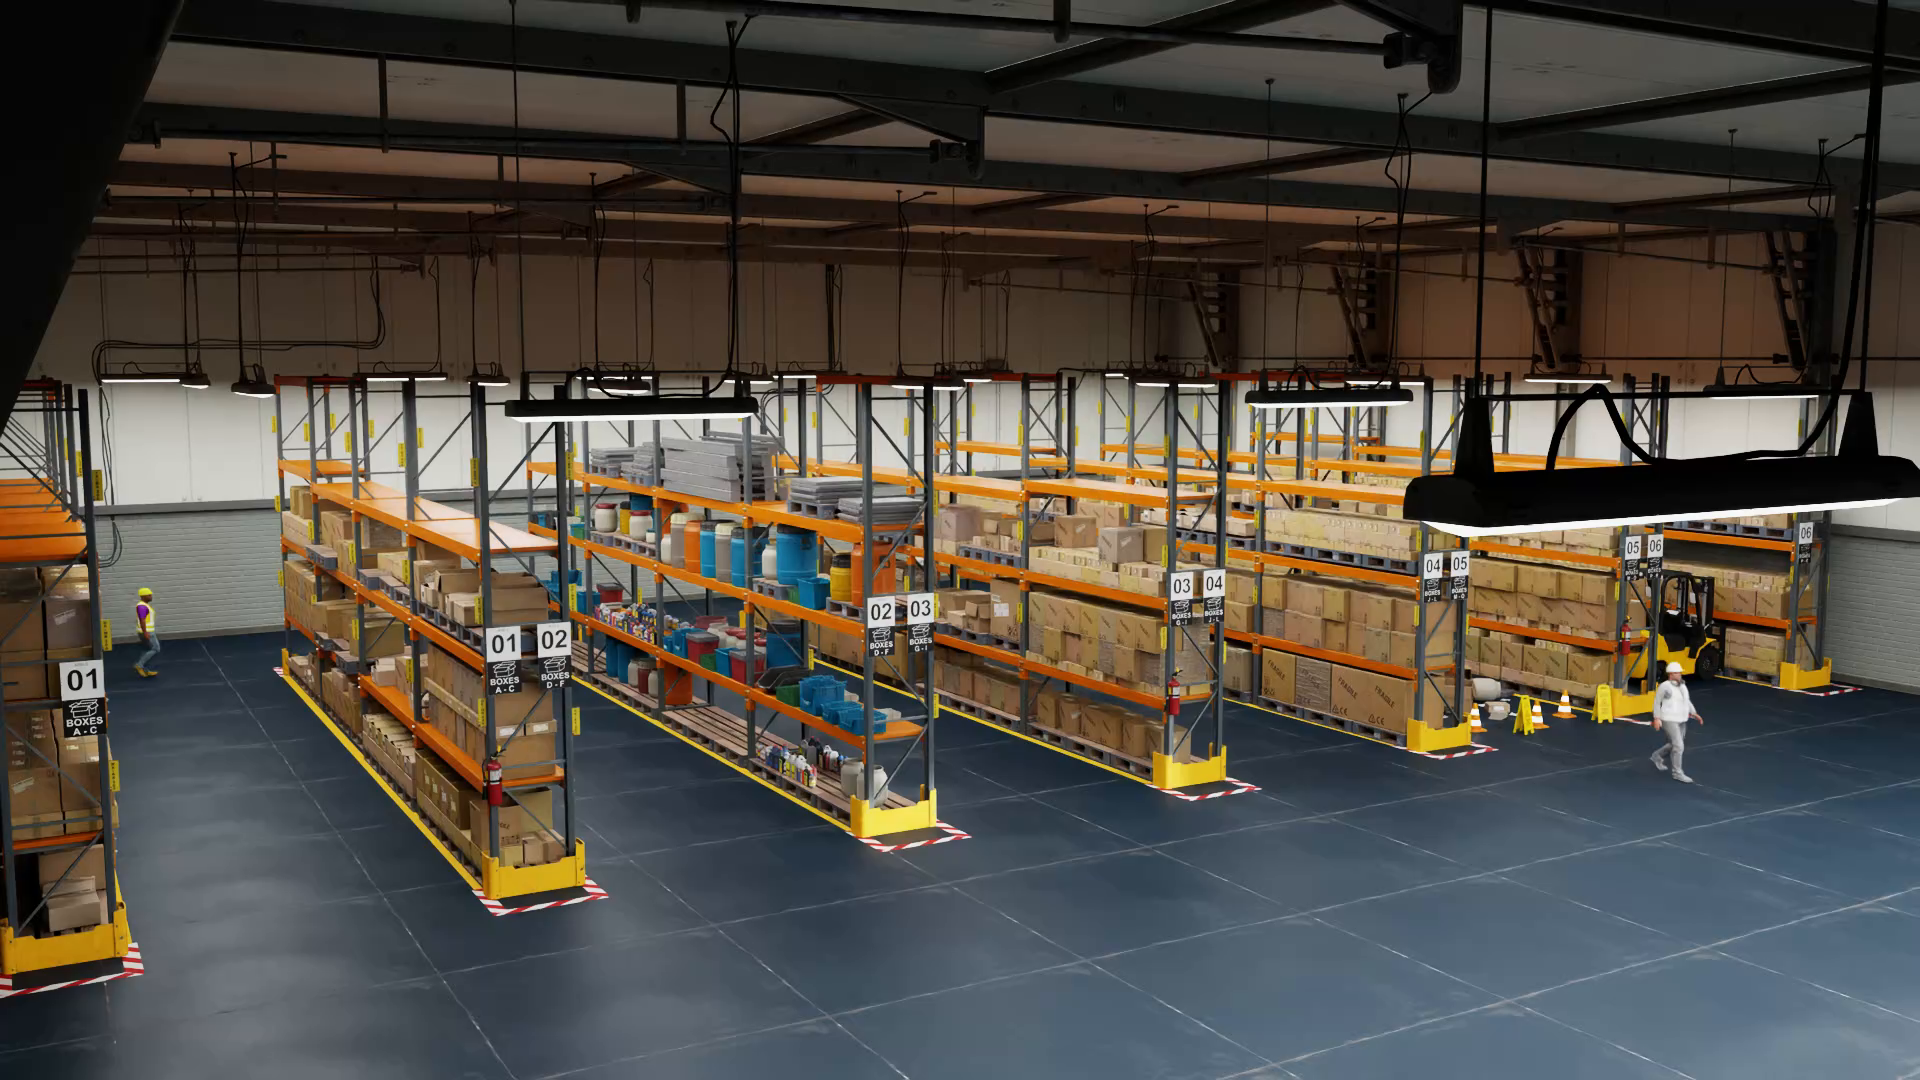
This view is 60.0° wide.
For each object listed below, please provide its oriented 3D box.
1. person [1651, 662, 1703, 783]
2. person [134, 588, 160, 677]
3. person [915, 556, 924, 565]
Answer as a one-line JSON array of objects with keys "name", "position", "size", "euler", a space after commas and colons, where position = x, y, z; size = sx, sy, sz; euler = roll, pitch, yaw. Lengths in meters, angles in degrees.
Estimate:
[{"name": "person", "position": [10.772, 2.710, 25.085], "size": [0.617, 1.768, 0.791], "euler": [-4, 7, -30]}, {"name": "person", "position": [-16.169, 1.830, 32.987], "size": [0.480, 1.764, 0.609], "euler": [-4, 7, -33]}, {"name": "person", "position": [-1.013, 0.877, 42.228], "size": [0.447, 1.649, 0.757], "euler": [3, 7, 22]}]
